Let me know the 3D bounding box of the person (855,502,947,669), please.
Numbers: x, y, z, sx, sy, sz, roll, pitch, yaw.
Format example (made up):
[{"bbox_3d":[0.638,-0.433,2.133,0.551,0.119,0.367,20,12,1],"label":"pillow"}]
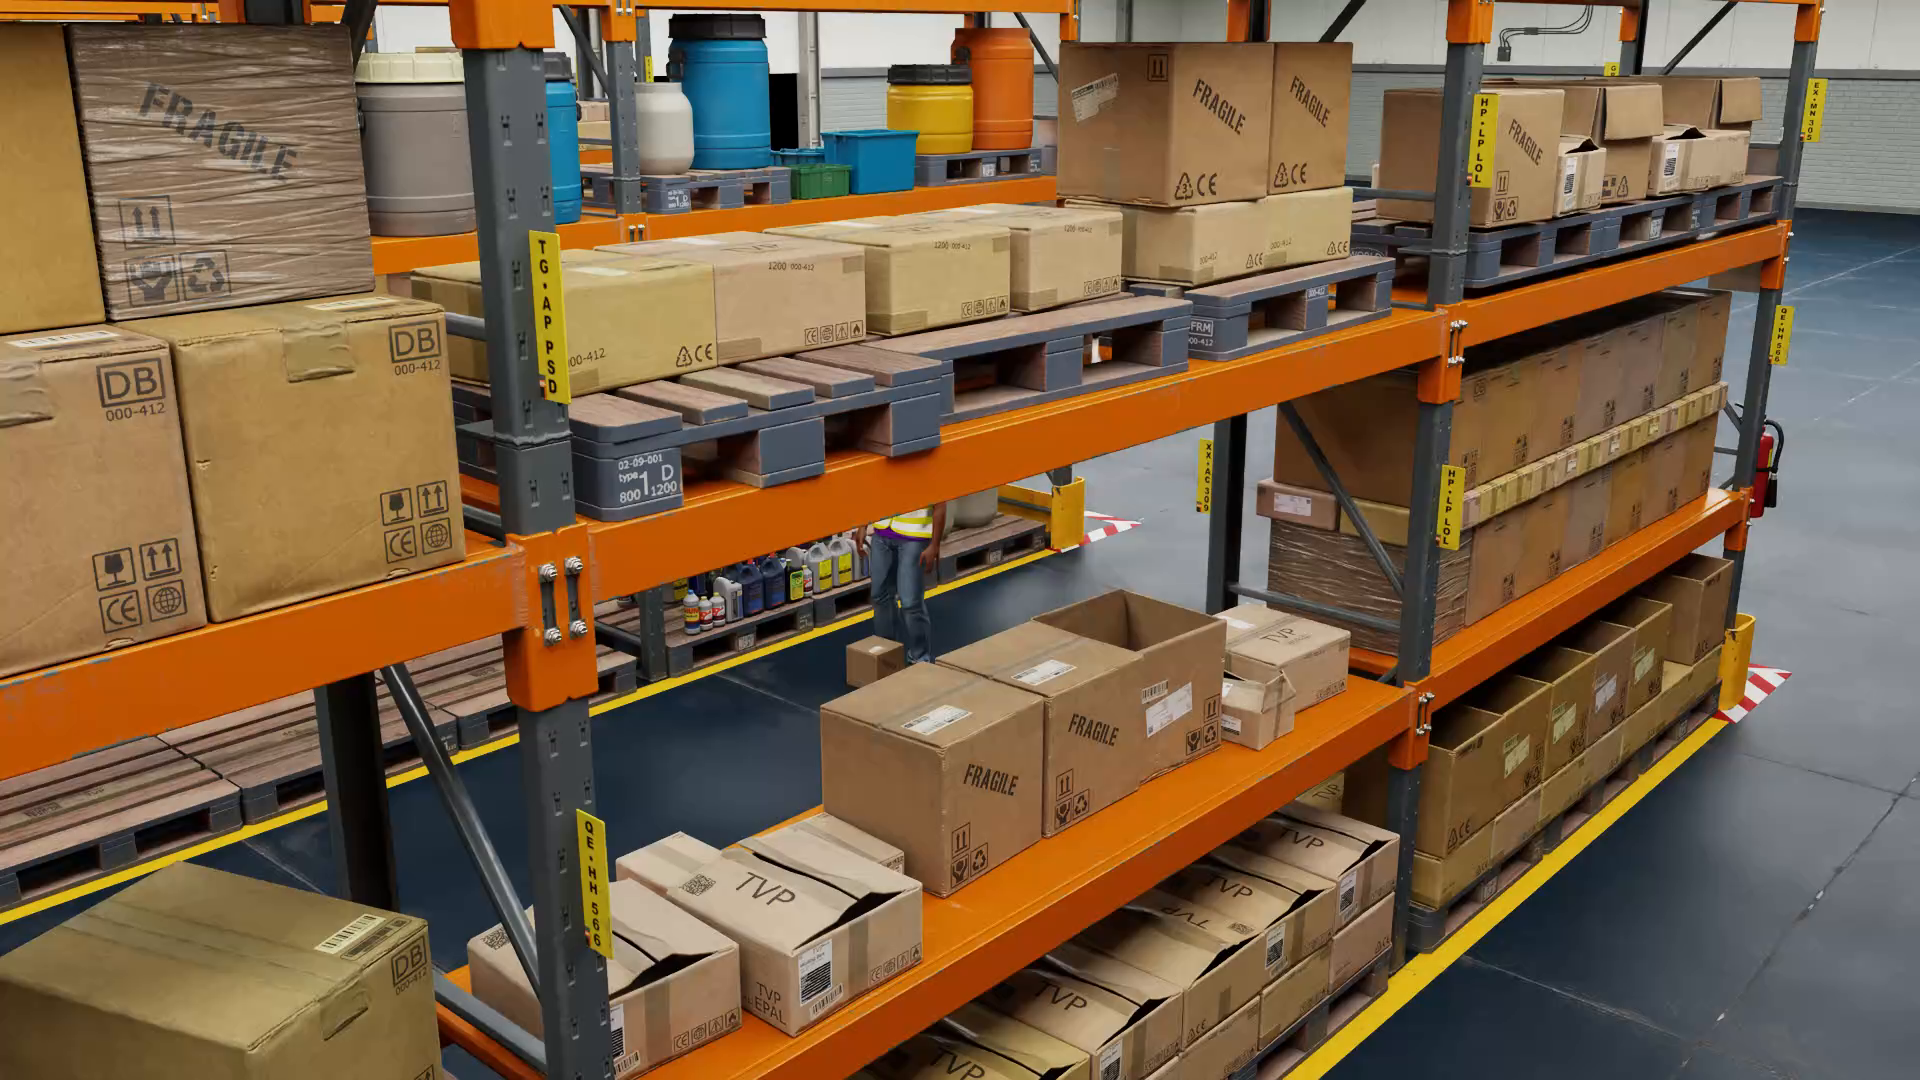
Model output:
[{"bbox_3d":[-0.365,-0.015,10.059,0.636,1.761,0.454,13,21,37],"label":"person"}]
